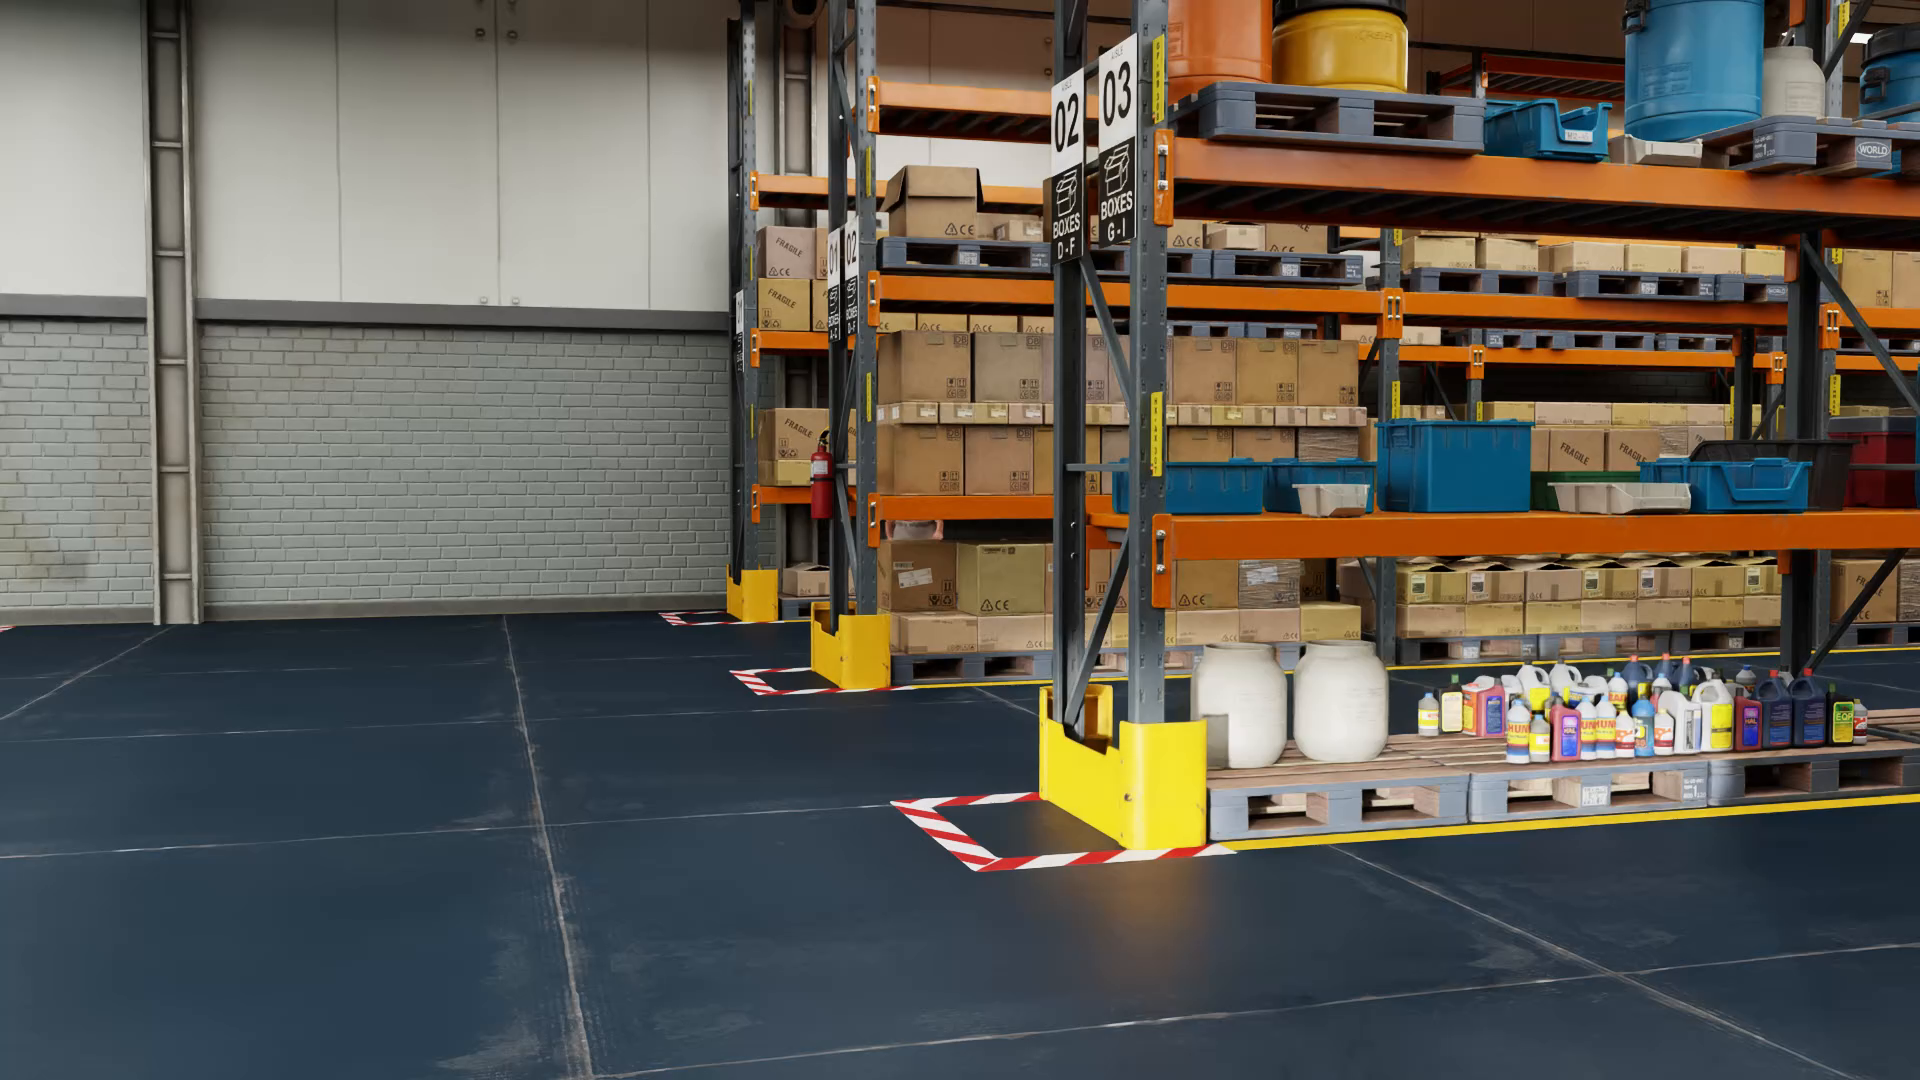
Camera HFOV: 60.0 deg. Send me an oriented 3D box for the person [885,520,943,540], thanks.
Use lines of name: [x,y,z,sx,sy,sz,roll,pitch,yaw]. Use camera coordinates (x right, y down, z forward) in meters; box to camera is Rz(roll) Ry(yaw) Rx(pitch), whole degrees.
person: [-0.449,-0.041,15.034,0.641,1.721,0.634,0,3,7]
